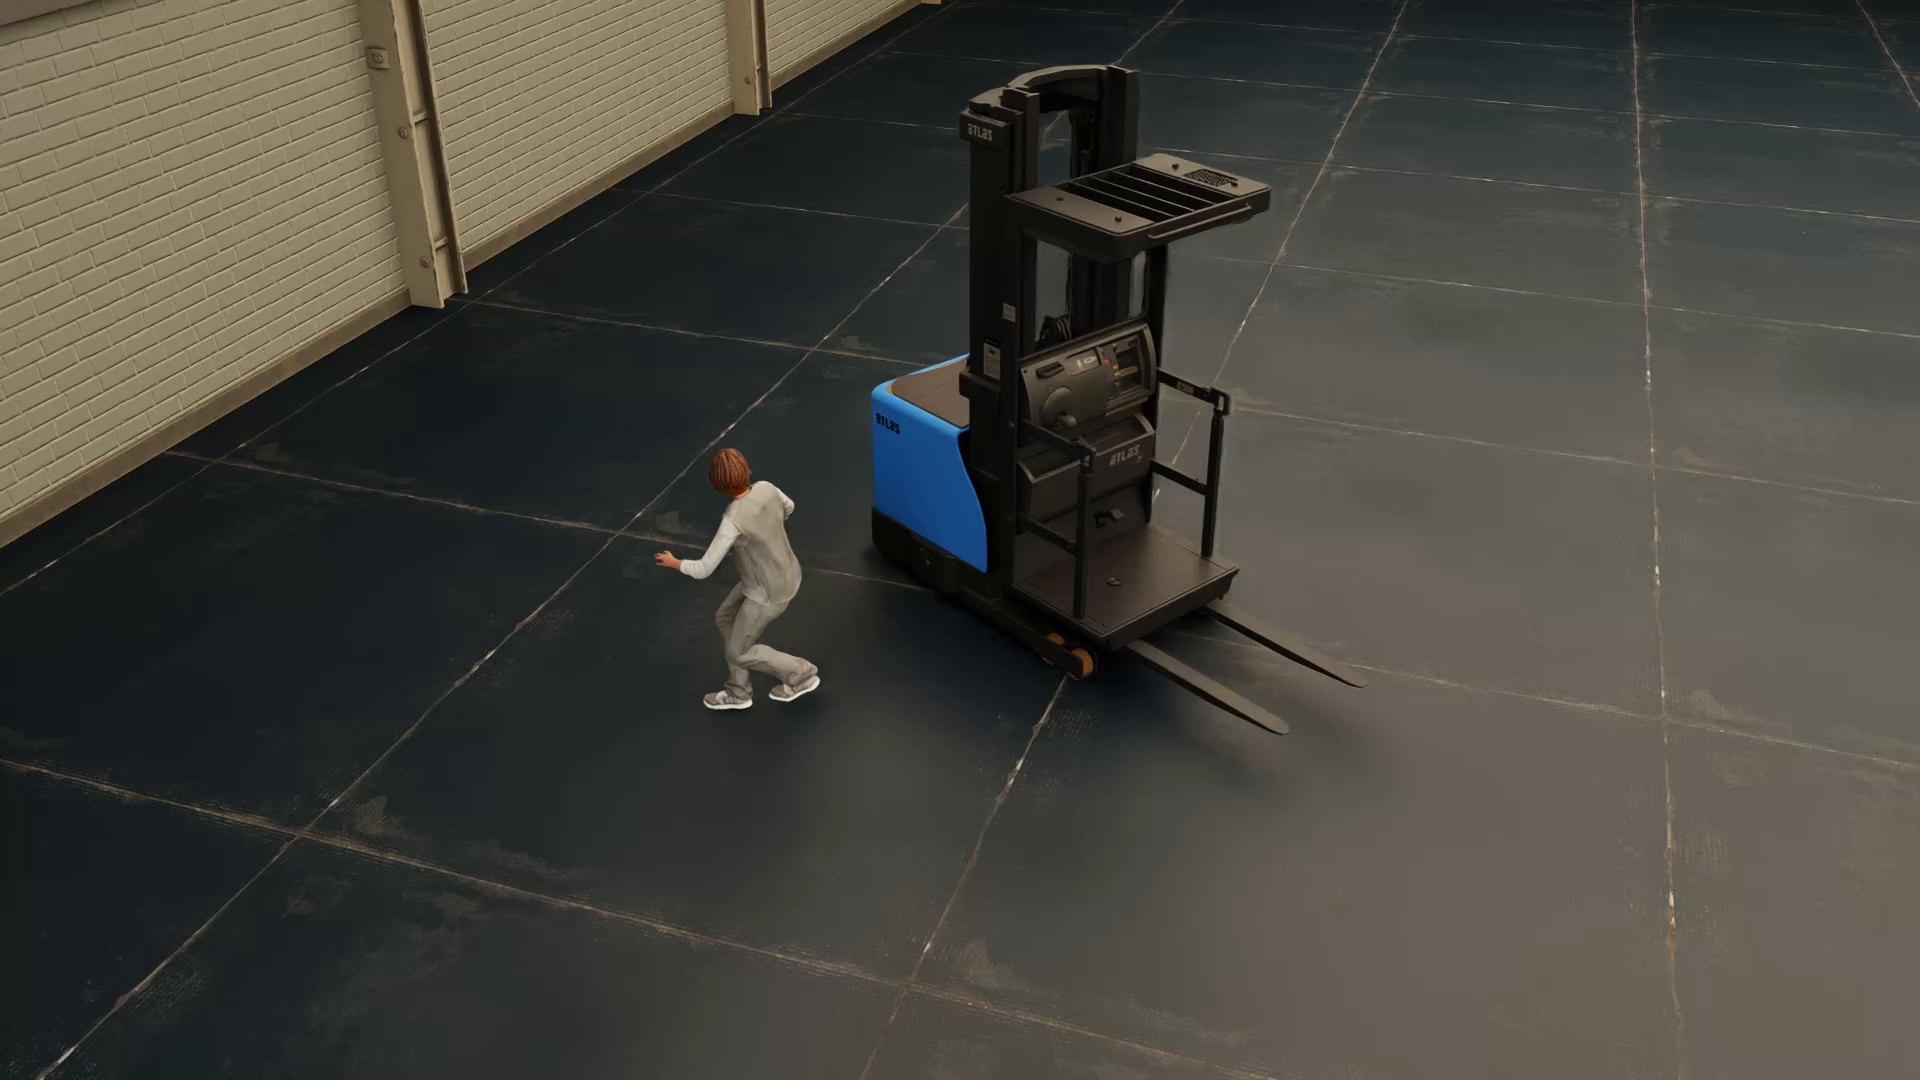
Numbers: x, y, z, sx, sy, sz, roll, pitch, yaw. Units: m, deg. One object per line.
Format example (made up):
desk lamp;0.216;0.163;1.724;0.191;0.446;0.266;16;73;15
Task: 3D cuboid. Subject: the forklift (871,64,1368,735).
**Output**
forklift;0.820;-0.817;8.570;1.130;2.935;3.031;-23;37;-35

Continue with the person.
person;-1.097;0.175;8.315;0.770;1.478;0.745;5;30;8
